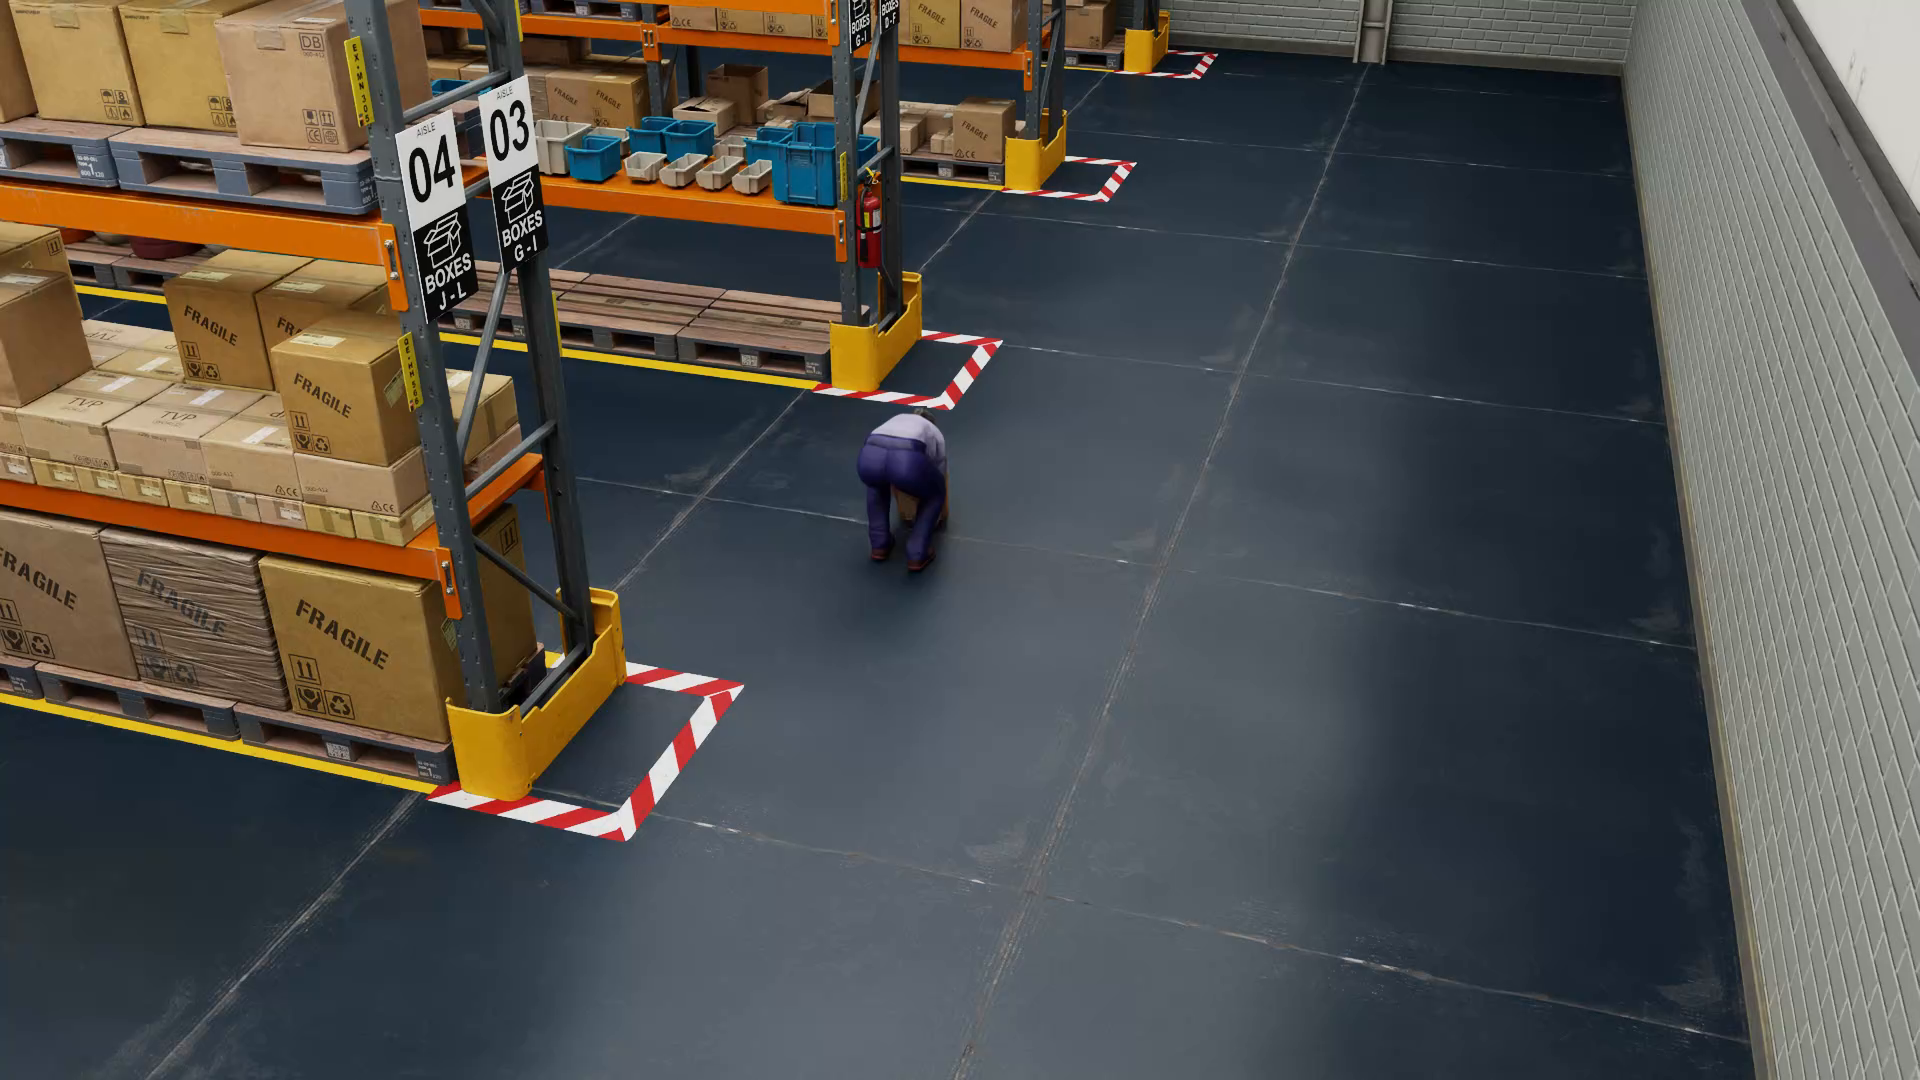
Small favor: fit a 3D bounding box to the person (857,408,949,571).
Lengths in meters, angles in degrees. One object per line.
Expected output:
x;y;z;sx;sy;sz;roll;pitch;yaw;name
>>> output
-0.310;-0.368;9.938;0.500;0.895;0.840;7;30;12;person
